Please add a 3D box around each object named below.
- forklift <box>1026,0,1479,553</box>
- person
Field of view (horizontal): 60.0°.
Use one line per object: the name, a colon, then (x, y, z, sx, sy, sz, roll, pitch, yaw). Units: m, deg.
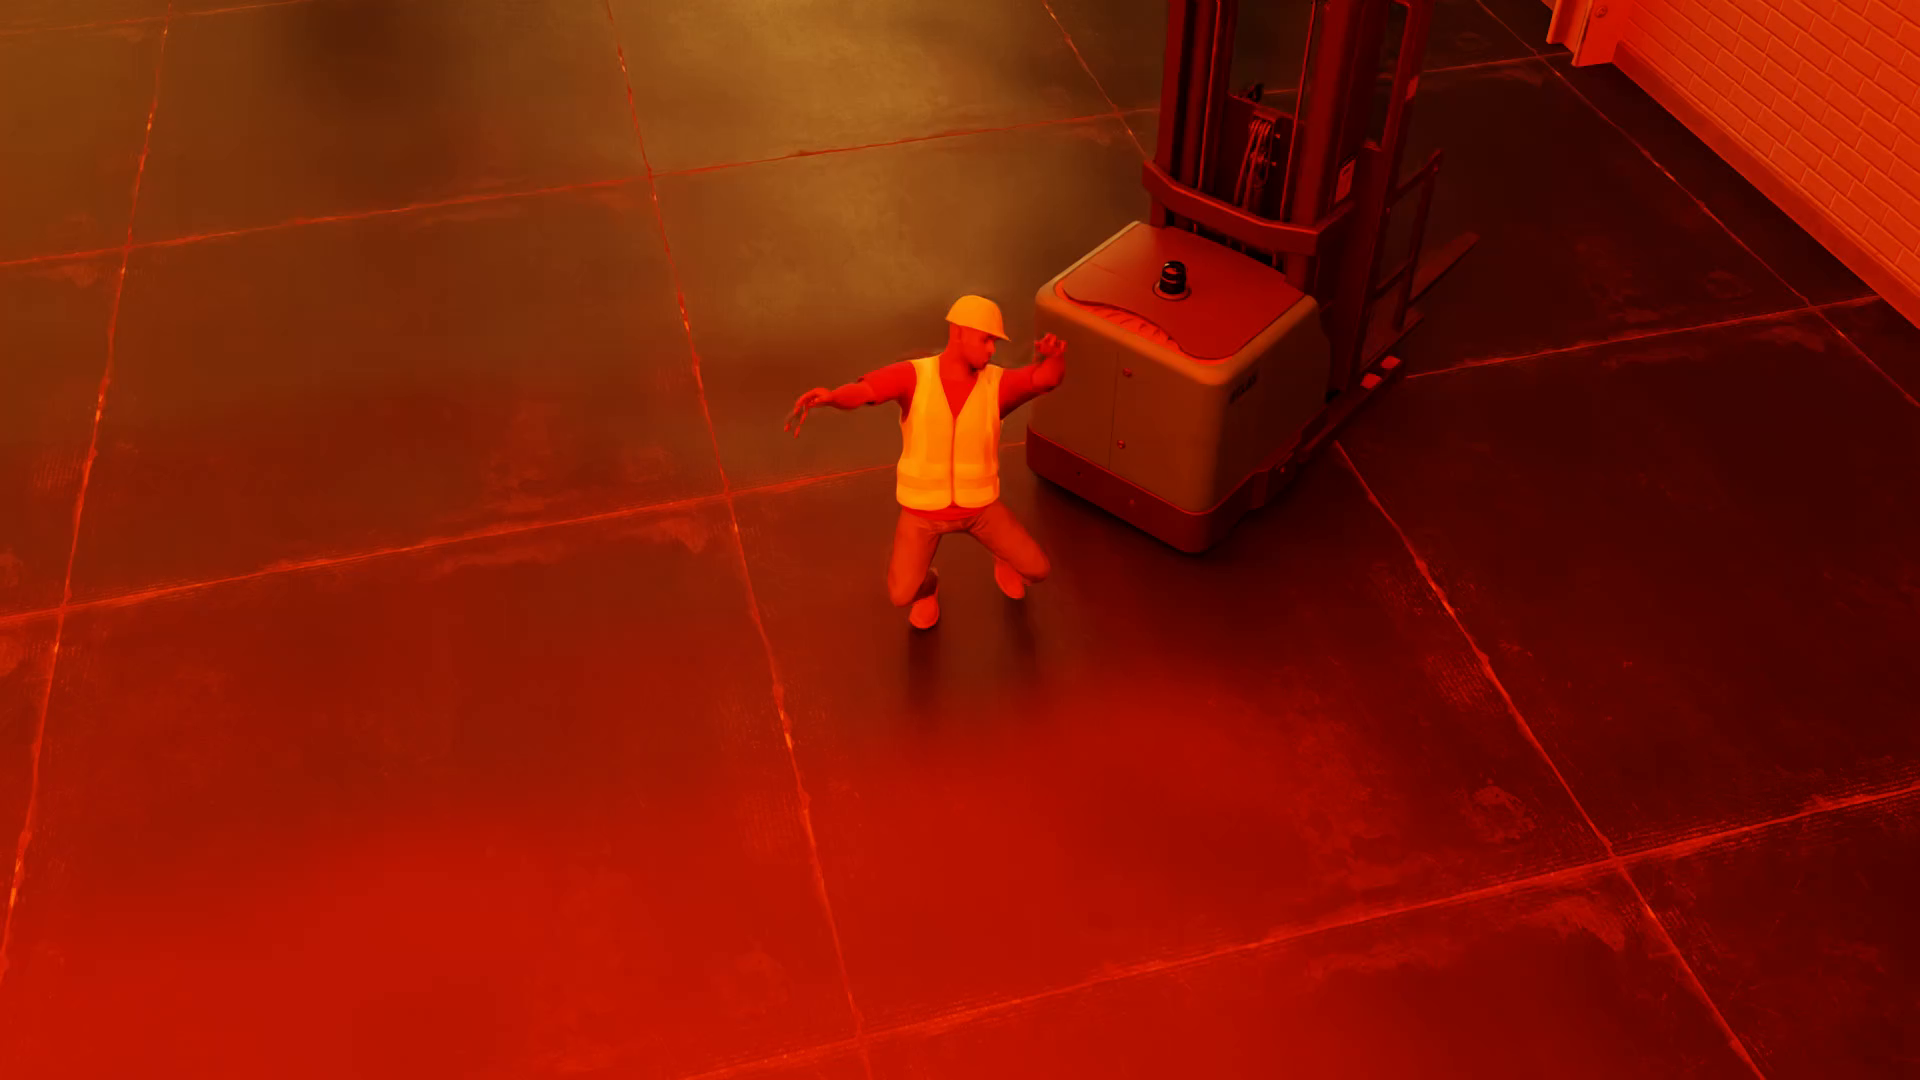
forklift: (1.656, -1.950, 7.709, 1.130, 2.935, 3.031, 30, 51, 28)
person: (-0.140, -0.300, 6.893, 1.085, 1.628, 0.707, -7, 44, -7)
